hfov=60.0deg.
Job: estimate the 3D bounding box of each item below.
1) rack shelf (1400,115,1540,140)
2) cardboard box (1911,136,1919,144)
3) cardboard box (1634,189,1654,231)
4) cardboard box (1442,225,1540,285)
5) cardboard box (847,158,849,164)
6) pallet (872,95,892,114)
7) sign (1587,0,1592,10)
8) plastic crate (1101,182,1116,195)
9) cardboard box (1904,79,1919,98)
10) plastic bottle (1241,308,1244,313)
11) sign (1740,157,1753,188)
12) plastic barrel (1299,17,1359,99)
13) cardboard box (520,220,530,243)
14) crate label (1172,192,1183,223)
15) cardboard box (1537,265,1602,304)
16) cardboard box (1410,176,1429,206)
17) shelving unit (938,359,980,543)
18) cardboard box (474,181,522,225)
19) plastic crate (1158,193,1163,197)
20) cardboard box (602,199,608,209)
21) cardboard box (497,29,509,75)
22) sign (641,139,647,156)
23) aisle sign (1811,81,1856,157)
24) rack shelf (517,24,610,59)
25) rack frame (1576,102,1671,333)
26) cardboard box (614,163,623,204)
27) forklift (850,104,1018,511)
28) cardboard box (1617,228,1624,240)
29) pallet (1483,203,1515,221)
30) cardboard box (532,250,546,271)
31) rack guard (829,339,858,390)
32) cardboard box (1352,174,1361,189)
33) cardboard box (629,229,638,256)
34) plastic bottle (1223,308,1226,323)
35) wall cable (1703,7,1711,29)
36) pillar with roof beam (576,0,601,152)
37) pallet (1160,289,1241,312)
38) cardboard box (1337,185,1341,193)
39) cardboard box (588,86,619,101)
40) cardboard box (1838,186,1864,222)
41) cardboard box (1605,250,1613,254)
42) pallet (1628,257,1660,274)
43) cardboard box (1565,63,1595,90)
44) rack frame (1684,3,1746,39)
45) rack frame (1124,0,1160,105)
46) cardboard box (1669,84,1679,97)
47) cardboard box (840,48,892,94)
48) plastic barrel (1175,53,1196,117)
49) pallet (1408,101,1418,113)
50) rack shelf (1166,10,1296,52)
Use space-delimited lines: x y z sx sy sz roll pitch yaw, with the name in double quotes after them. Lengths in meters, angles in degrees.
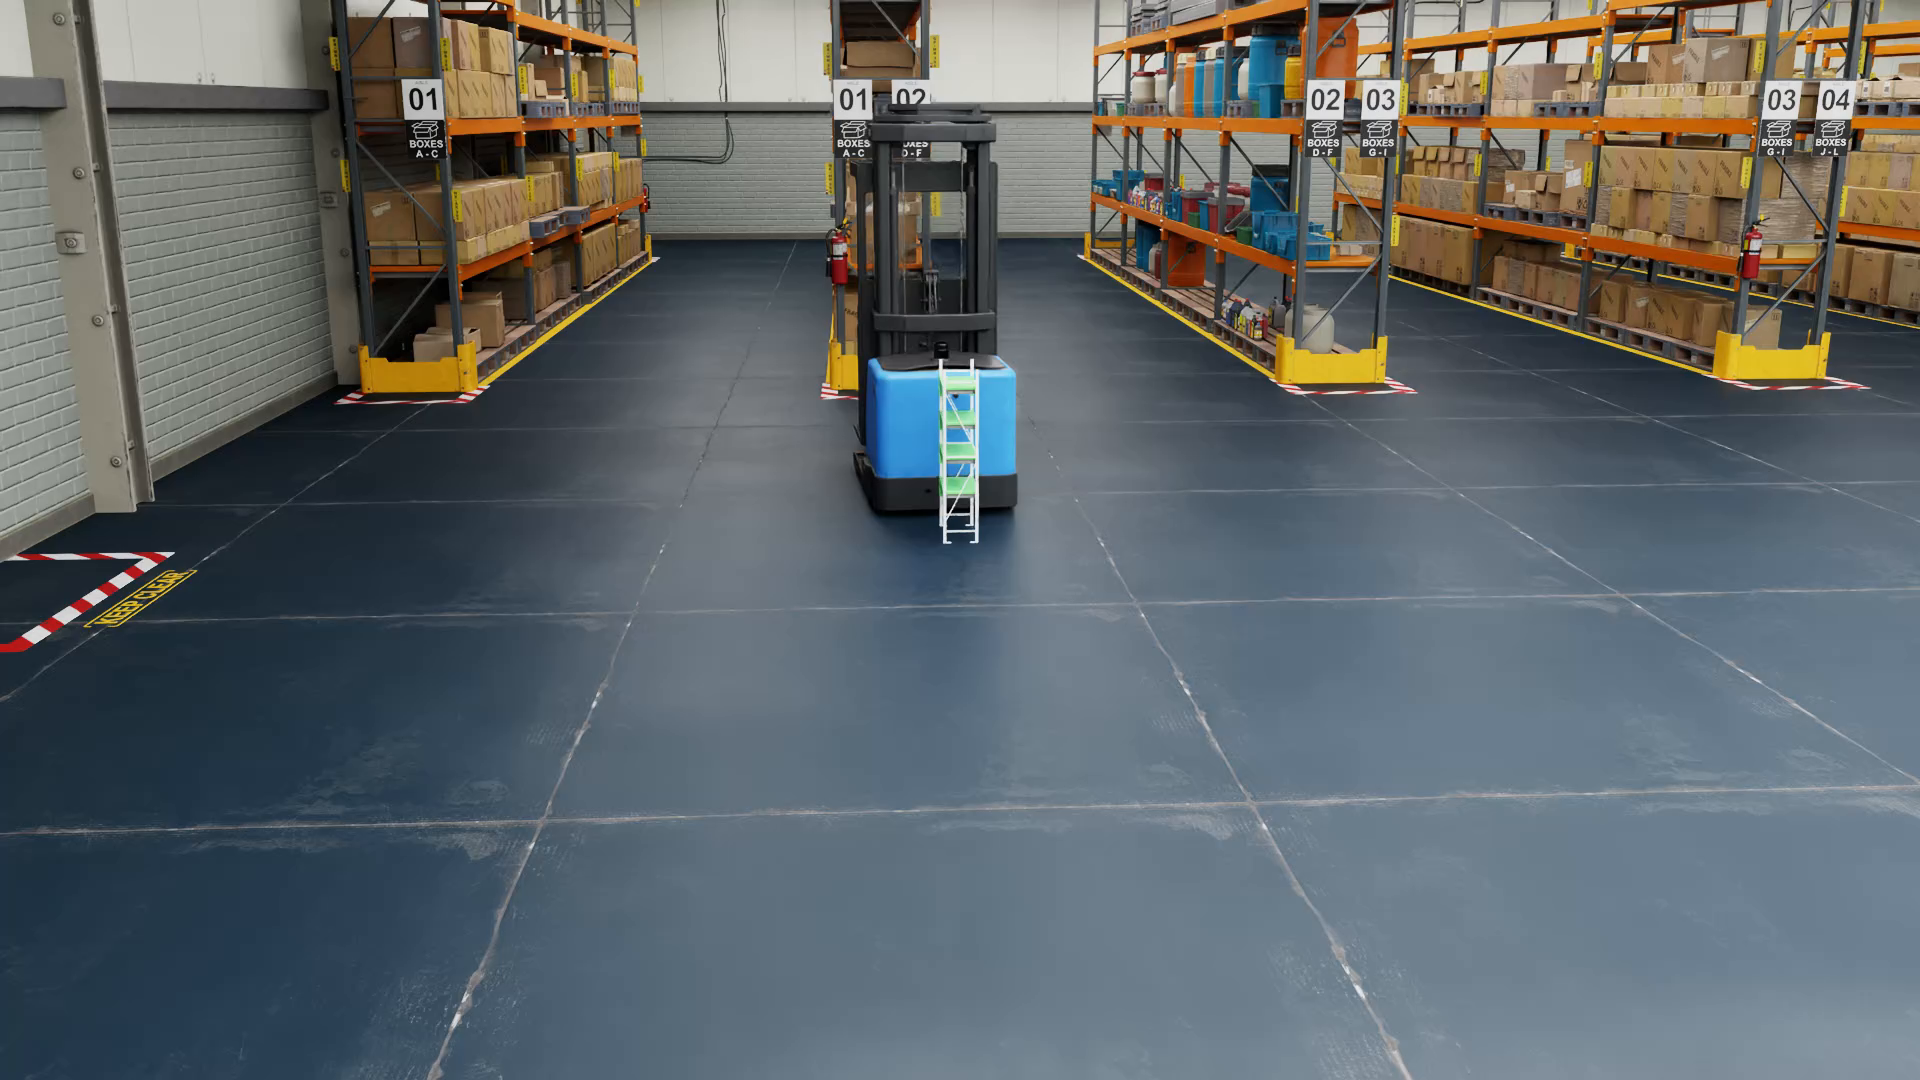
8.452 -6.859 27.588 1.077 0.370 4.000 -1 14 -3 "rack shelf"
17.969 -7.453 30.964 0.380 0.149 0.250 -1 14 -3 "cardboard box"
8.918 -4.094 20.622 0.875 0.500 0.500 -1 14 -3 "cardboard box"
8.554 -4.603 26.820 1.225 0.875 0.875 -2 15 -6 "cardboard box"
-1.849 -6.754 29.551 0.500 0.500 0.500 -1 14 -3 "cardboard box"
-0.912 -5.006 19.120 1.003 0.211 1.213 -1 14 -3 "pallet"
12.496 -10.686 32.965 0.100 0.325 0.005 -1 14 -3 "sign"
2.905 -6.724 31.857 0.416 0.233 0.300 -1 14 -3 "plastic crate"
13.485 -6.249 23.033 0.500 0.250 0.500 -1 14 -4 "cardboard box"
3.575 -2.787 20.933 0.097 0.271 0.097 0 14 0 "plastic bottle"
8.517 -3.978 18.009 0.100 0.325 0.005 -1 14 -3 "sign"
3.972 -5.174 17.891 0.600 0.830 0.708 -1 14 -3 "plastic barrel"
-5.675 -3.857 20.757 0.500 0.250 0.500 -1 14 -3 "cardboard box"
3.424 -4.947 24.661 0.502 0.435 0.616 -1 14 -3 "crate label"
8.762 -3.676 23.927 0.700 0.500 0.500 -2 15 -8 "cardboard box"
8.140 -6.057 28.847 0.500 0.500 0.500 -1 14 -3 "cardboard box"
-0.010 -0.622 11.537 0.258 1.200 0.503 -1 14 -3 "shelving unit"
-5.633 -4.096 20.183 0.500 0.500 0.500 -1 14 -4 "cardboard box"
3.499 -6.195 29.992 0.396 0.136 0.243 -1 14 -3 "plastic crate"
-6.114 -5.638 27.885 0.380 0.149 0.250 -1 14 -3 "cardboard box"
-5.661 -5.771 19.668 0.500 0.500 0.500 0 14 0 "cardboard box"
-6.208 -7.698 32.625 0.100 0.325 0.005 -1 14 -3 "sign"
9.375 -4.516 17.840 0.394 0.787 0.004 -1 14 -3 "aisle sign"
-6.379 -7.888 26.372 1.077 0.370 4.000 -1 14 -3 "rack shelf"
8.824 -4.262 22.072 1.000 3.000 0.127 -1 14 -3 "rack frame"
-6.520 -6.303 29.402 0.980 0.700 0.700 -1 14 -3 "cardboard box"
-0.286 -1.950 13.222 1.130 2.935 3.031 -2 15 -7 "forklift"
8.608 -3.896 21.154 0.380 0.149 0.250 -1 14 -3 "cardboard box"
8.727 -4.989 25.280 1.213 0.211 1.003 -1 14 -3 "pallet"
-6.149 -3.945 23.466 0.500 0.250 0.500 -1 14 -4 "cardboard box"
-0.814 -1.899 17.904 1.175 0.500 0.348 -1 14 -3 "rack guard"
7.907 -6.940 32.185 0.500 0.250 0.500 -1 14 -5 "cardboard box"
-6.577 -5.713 31.885 0.700 0.500 0.500 -1 14 -4 "cardboard box"
3.469 -2.932 21.637 0.097 0.201 0.097 0 14 0 "plastic bottle"
17.338 -11.715 39.000 0.463 3.000 0.029 -1 14 -3 "wall cable"
-3.485 -10.647 34.849 9.100 9.000 0.400 -1 14 -3 "pillar with roof beam"
3.642 -3.637 25.238 1.003 0.211 1.213 -1 14 -3 "pallet"
7.773 -7.032 33.340 0.380 0.149 0.250 -1 14 -3 "cardboard box"
-6.283 -7.830 29.178 0.500 0.250 0.500 -1 14 -4 "cardboard box"
13.356 -4.989 24.697 0.500 0.500 0.500 -1 14 -3 "cardboard box"
12.816 -5.670 32.421 0.380 0.149 0.250 -2 15 -6 "cardboard box"
13.208 -5.119 31.000 1.003 0.211 1.213 -1 14 -3 "pallet"
8.914 -6.635 24.070 0.500 0.500 0.500 -1 14 -2 "cardboard box"
13.285 -9.209 29.258 1.000 3.000 0.127 -1 14 -3 "rack frame"
3.385 -9.081 28.761 1.000 3.000 0.127 -1 14 -3 "rack frame"
8.705 -5.363 19.830 0.380 0.149 0.250 -1 14 -2 "cardboard box"
-1.087 -5.473 19.426 0.797 0.503 0.637 1 14 3 "cardboard box"
3.467 -6.669 24.399 0.600 0.901 0.600 0 14 0 "plastic barrel"
8.288 -7.865 30.234 1.003 0.211 1.213 -1 14 -3 "pallet"
3.757 -7.047 23.100 1.077 0.370 4.000 -1 14 -3 "rack shelf"
